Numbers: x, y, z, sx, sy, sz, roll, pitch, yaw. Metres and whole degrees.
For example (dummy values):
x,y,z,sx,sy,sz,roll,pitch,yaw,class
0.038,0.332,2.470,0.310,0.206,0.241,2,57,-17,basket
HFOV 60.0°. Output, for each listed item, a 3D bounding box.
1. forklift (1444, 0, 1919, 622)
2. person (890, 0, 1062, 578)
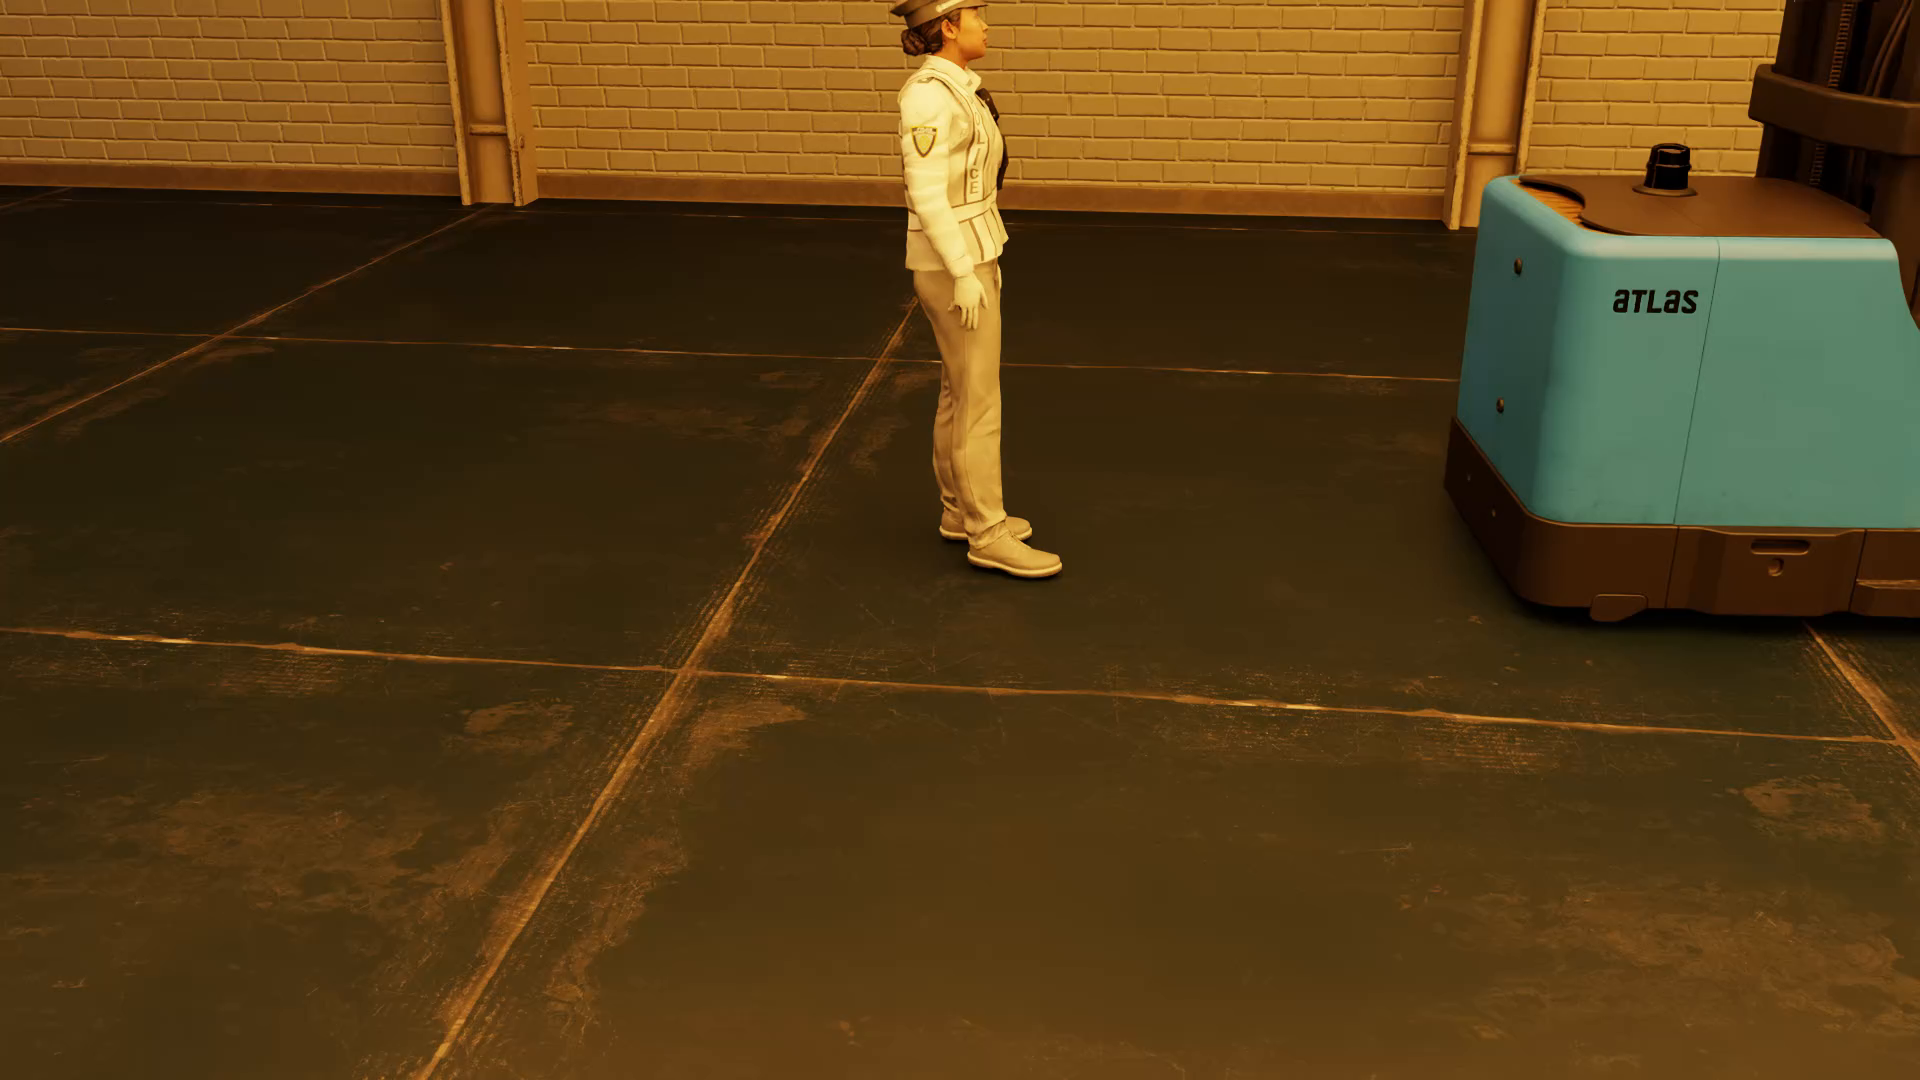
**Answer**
x,y,z,sx,sy,sz,roll,pitch,yaw,class
3.071,-1.283,4.439,3.031,2.935,1.130,1,22,2,forklift
0.066,-0.787,4.844,0.533,1.696,0.588,3,22,7,person
